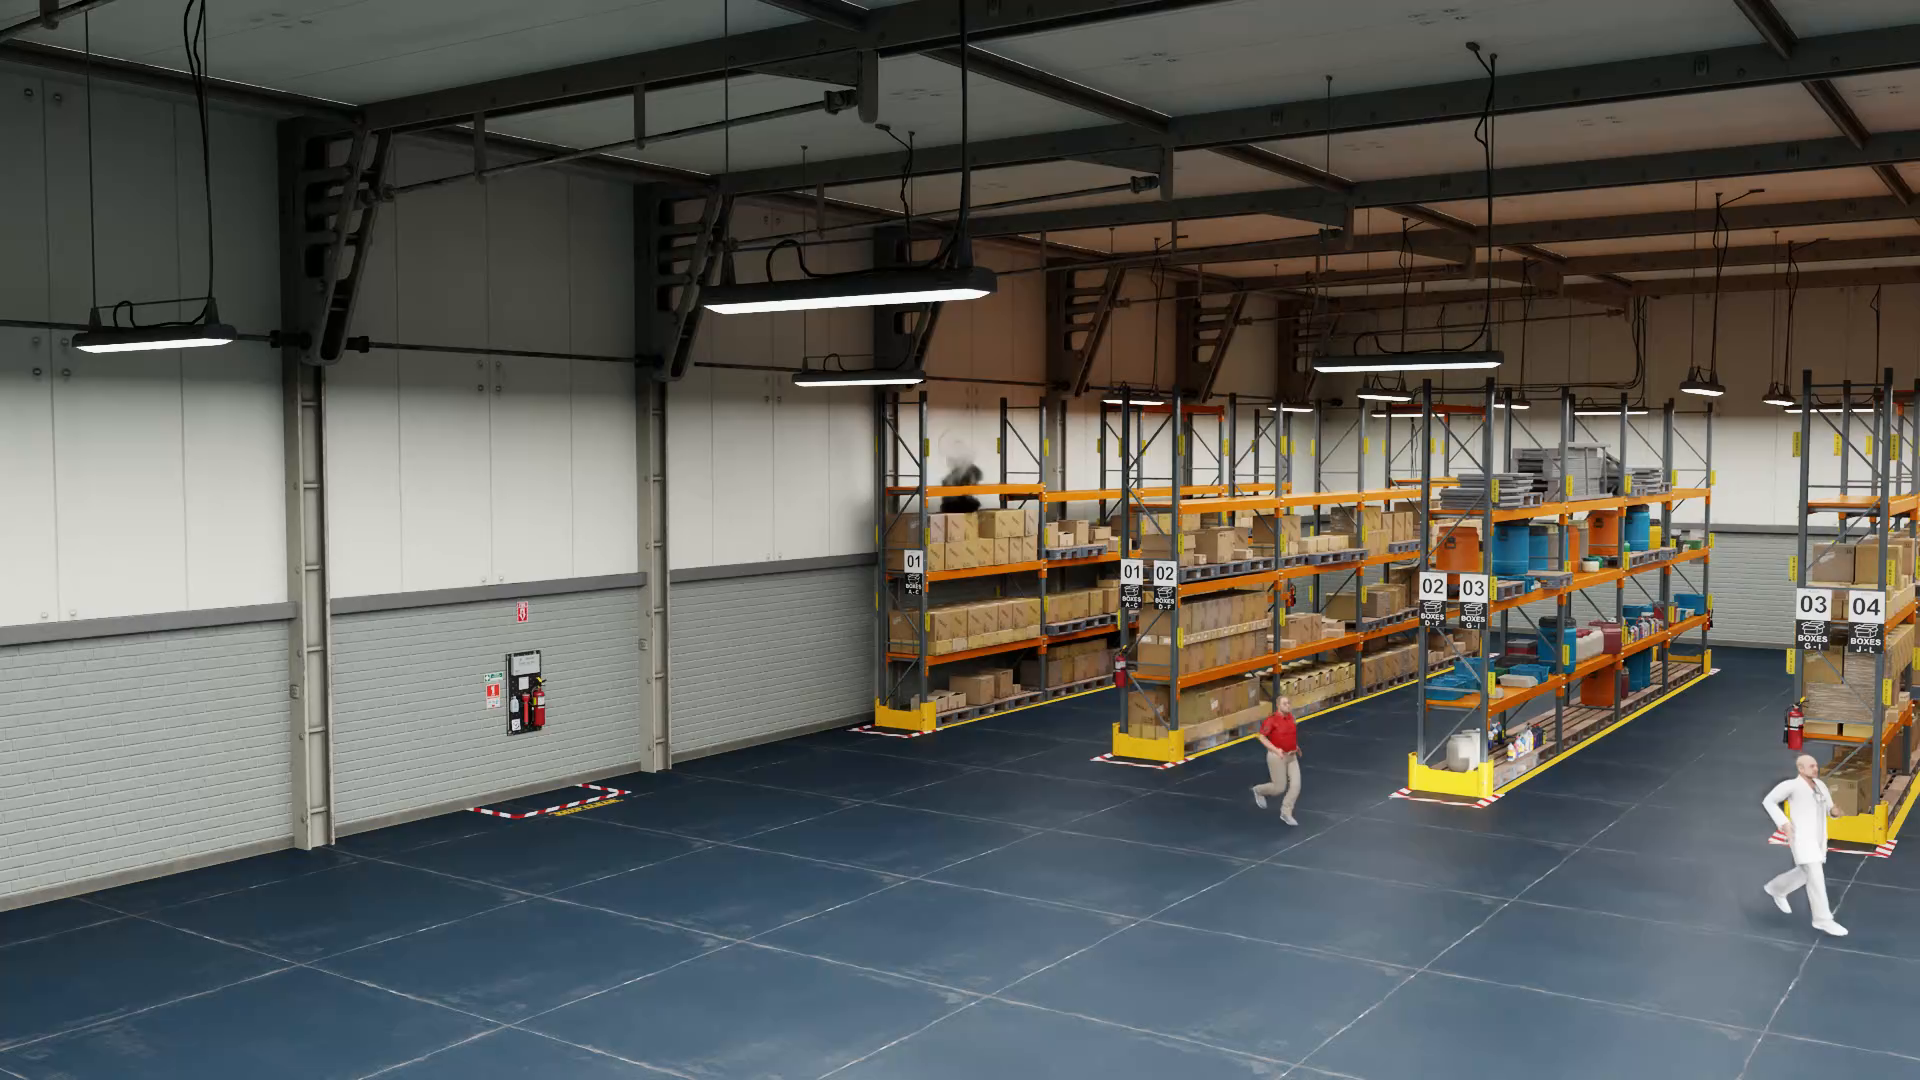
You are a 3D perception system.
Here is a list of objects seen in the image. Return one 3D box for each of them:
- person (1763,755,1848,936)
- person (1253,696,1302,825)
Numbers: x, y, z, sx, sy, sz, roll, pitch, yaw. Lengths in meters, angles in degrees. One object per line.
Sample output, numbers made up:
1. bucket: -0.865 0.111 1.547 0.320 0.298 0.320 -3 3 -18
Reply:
1. person: 8.824 3.128 17.340 0.703 1.748 1.065 -2 4 -26
2. person: 4.289 2.939 22.335 0.673 1.718 0.731 -2 4 -32
